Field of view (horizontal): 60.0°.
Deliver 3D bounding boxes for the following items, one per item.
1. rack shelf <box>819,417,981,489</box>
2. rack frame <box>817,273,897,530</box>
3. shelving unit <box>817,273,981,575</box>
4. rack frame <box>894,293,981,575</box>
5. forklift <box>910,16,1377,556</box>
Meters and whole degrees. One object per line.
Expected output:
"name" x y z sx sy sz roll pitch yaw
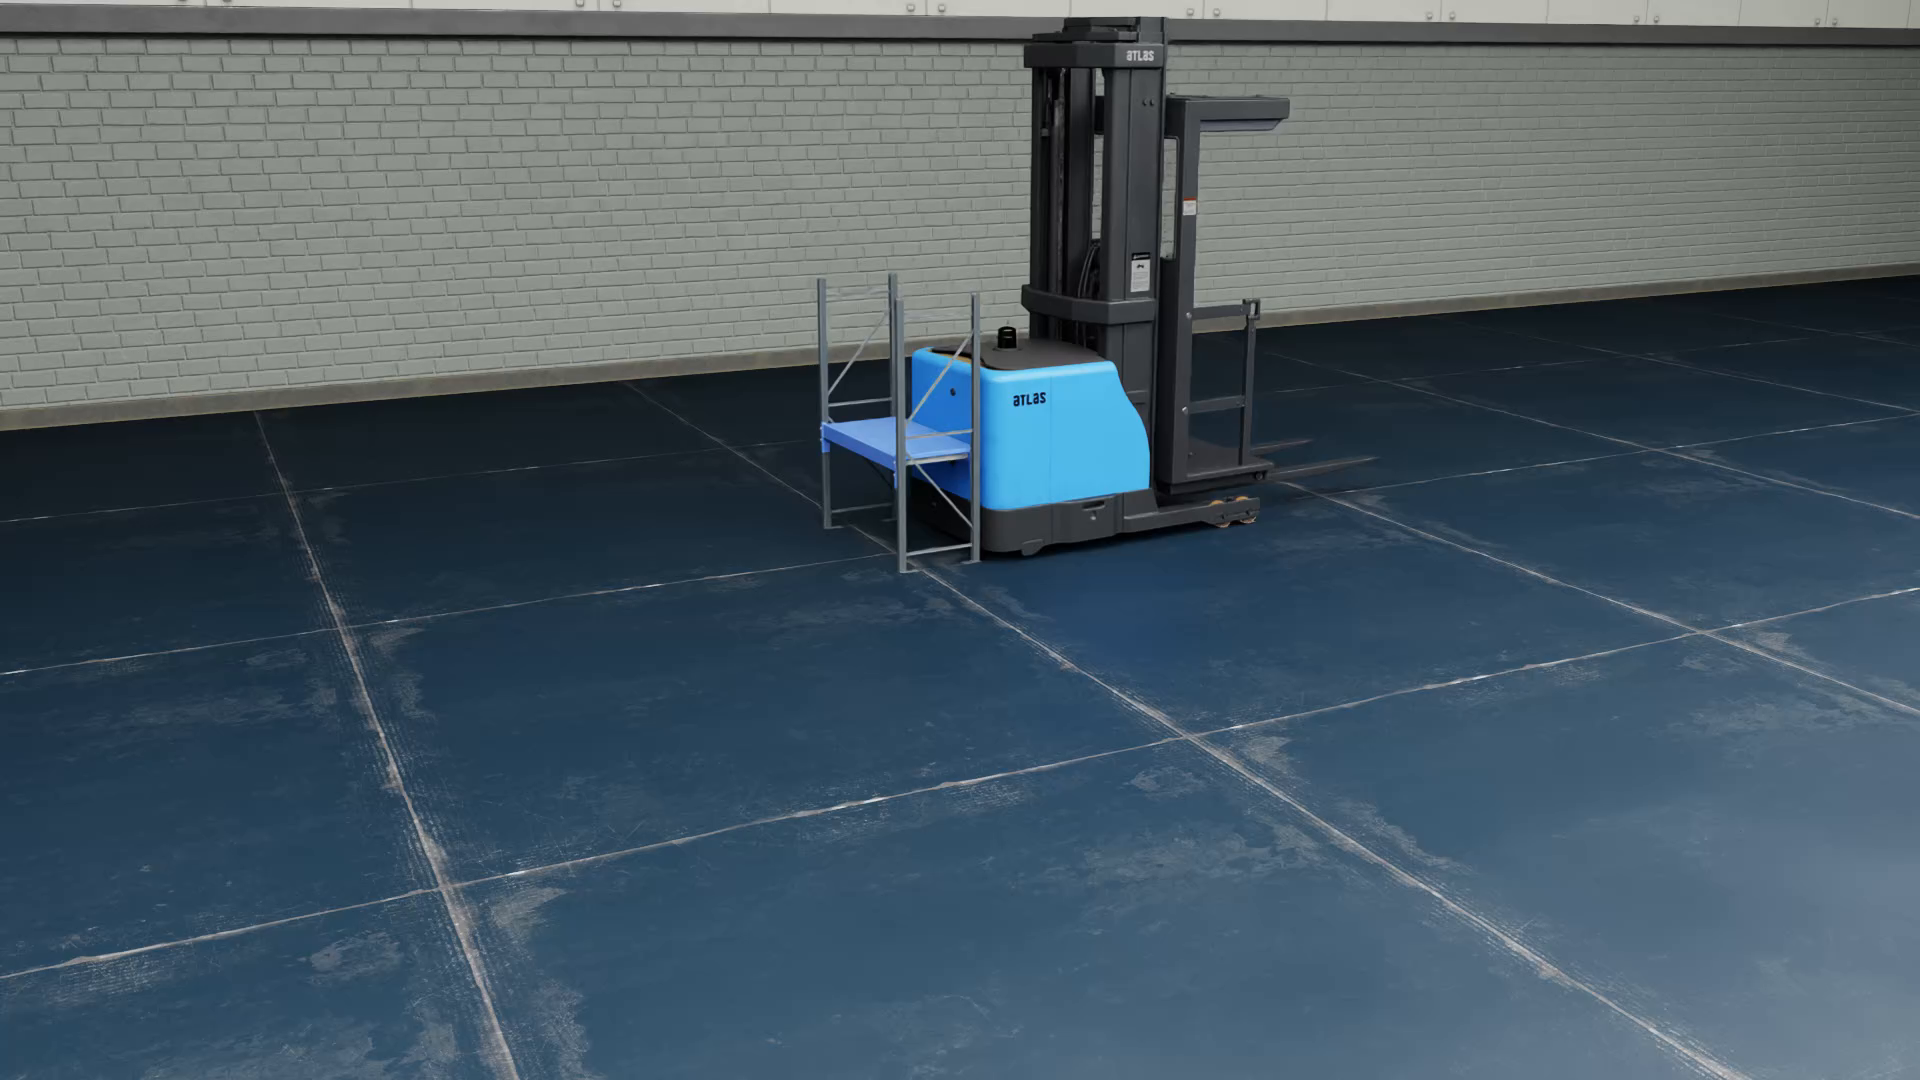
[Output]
"rack shelf" -0.356 -0.518 9.490 0.538 0.185 1.000 -8 18 -27
"rack frame" -0.597 -0.815 9.871 0.500 1.500 0.032 -8 18 -27
"shelving unit" -0.356 -0.691 9.440 0.538 1.500 1.048 -8 18 -27
"rack frame" -0.116 -0.568 9.010 0.500 1.500 0.032 -8 18 -27
"forklift" 1.232 -1.595 9.997 3.031 2.935 1.130 -9 18 -29
